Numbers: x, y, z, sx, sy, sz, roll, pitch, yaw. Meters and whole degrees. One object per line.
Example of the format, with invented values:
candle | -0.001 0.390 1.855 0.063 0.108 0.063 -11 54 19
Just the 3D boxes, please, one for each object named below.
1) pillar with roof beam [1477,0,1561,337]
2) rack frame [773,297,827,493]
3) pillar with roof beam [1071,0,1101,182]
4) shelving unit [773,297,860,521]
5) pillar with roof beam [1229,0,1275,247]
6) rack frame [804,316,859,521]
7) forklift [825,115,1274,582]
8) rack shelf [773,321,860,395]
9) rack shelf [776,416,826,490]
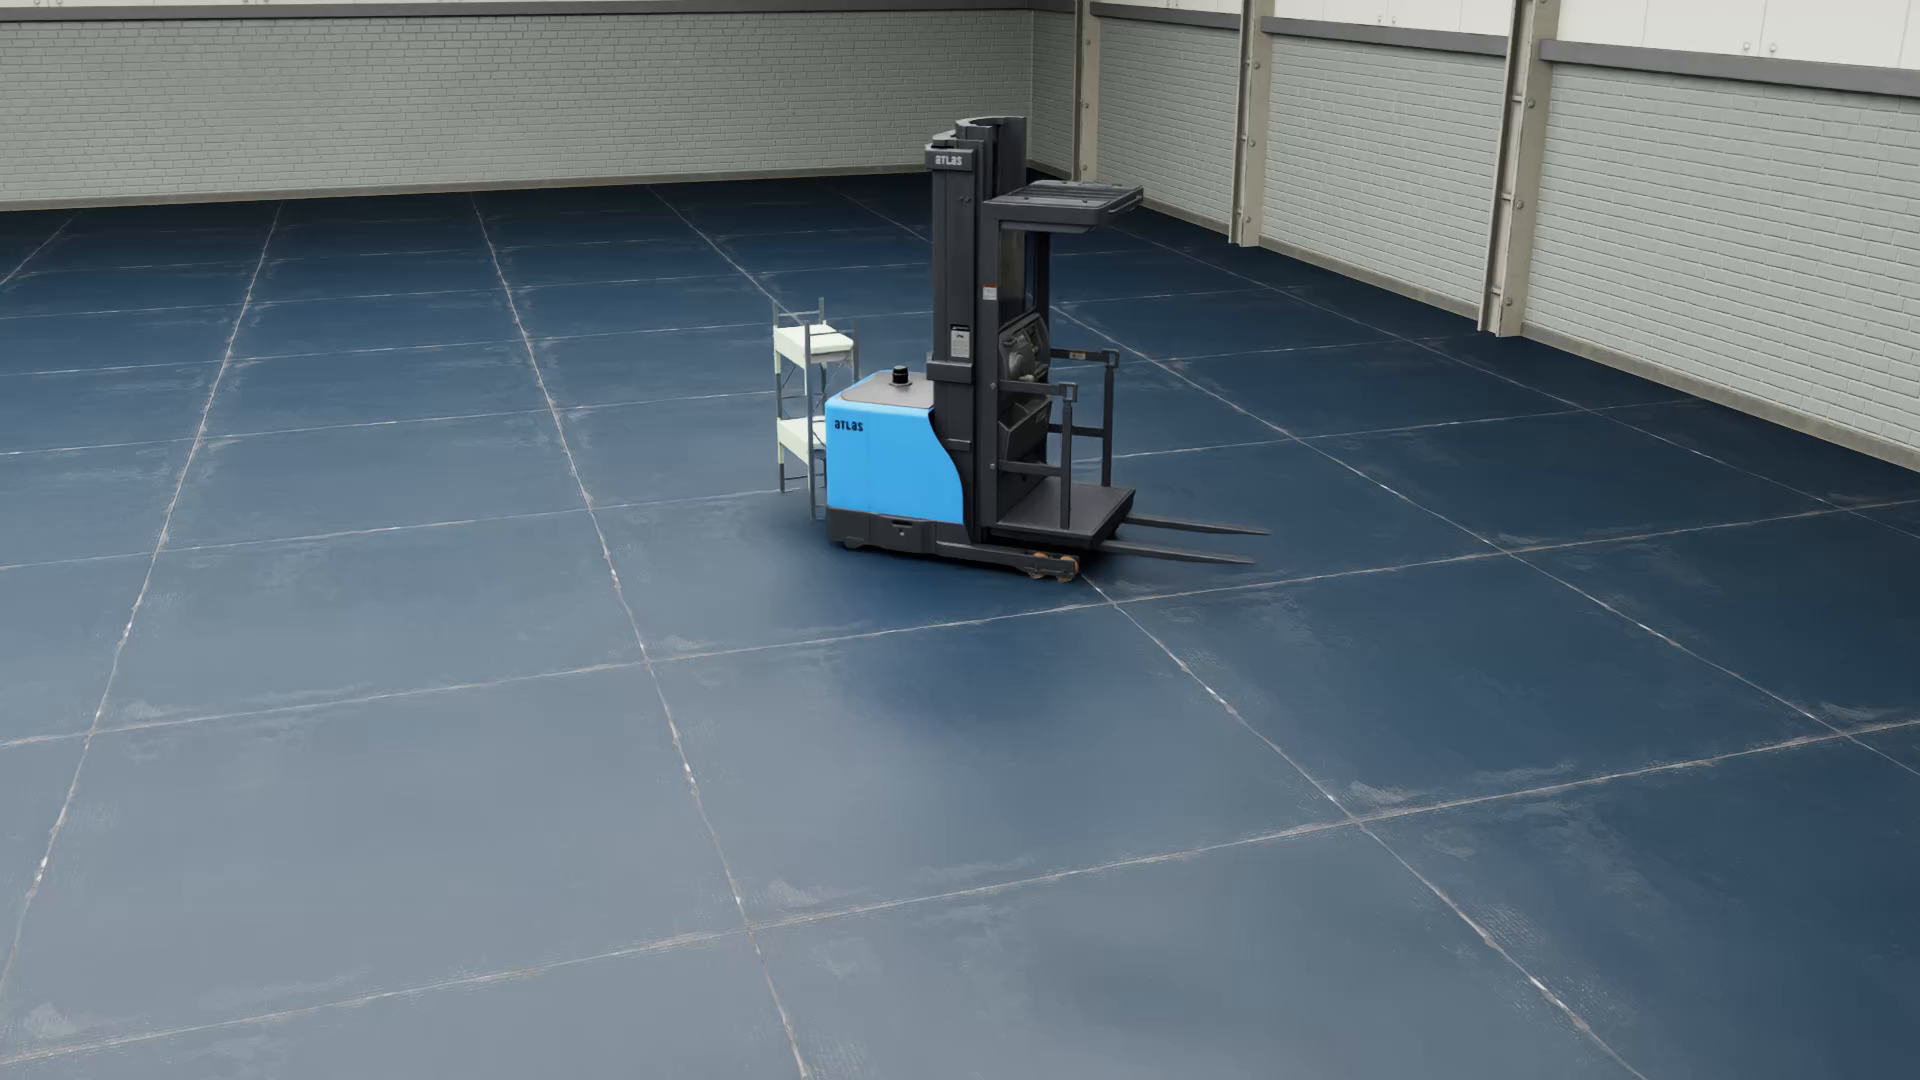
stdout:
pillar with roof beam | 1.840 -6.057 15.468 9.100 9.000 0.400 -6 21 -17
rack frame | -1.216 -1.101 12.763 0.400 1.500 0.023 -9 21 -22
pillar with roof beam | -1.931 -9.908 26.190 9.100 9.000 0.400 -6 21 -17
shelving unit | -1.068 -0.988 12.448 0.431 1.500 0.755 -9 21 -22
pillar with roof beam | -0.046 -7.983 20.829 9.100 9.000 0.400 -6 21 -17
rack frame | -0.920 -0.875 12.133 0.400 1.500 0.023 -9 21 -22
forklift | 0.623 -1.303 11.210 3.031 2.935 1.130 7 21 19
rack shelf | -1.068 -1.355 12.316 0.431 0.370 0.720 -9 21 -22
rack shelf | -1.068 -0.681 12.559 0.431 0.370 0.720 -9 21 -22
